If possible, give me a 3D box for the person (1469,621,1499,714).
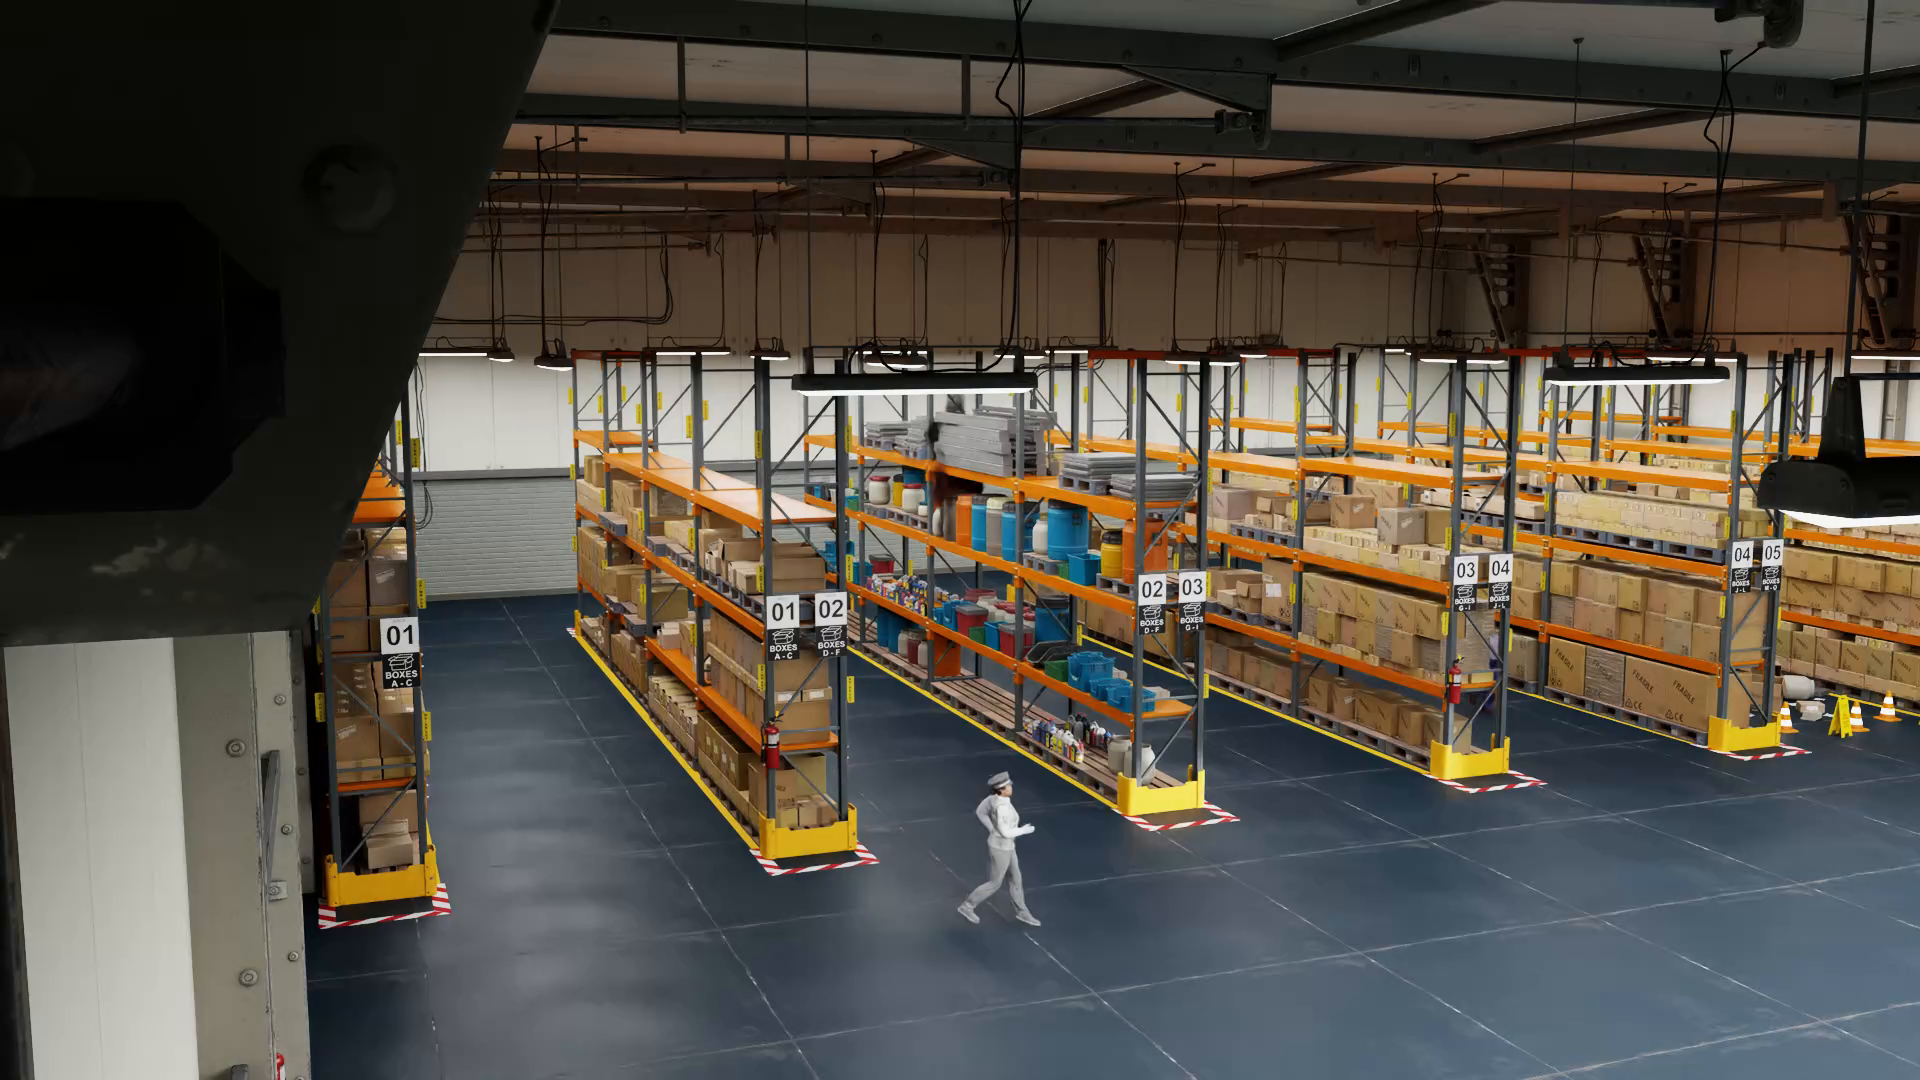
[{"bbox_3d":[8.833,2.103,27.776,0.620,1.601,0.554,-3,8,-24],"label":"person"}]

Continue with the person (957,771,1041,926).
[{"bbox_3d":[0.419,3.297,17.652,0.904,1.722,0.609,0,7,-4],"label":"person"}]
